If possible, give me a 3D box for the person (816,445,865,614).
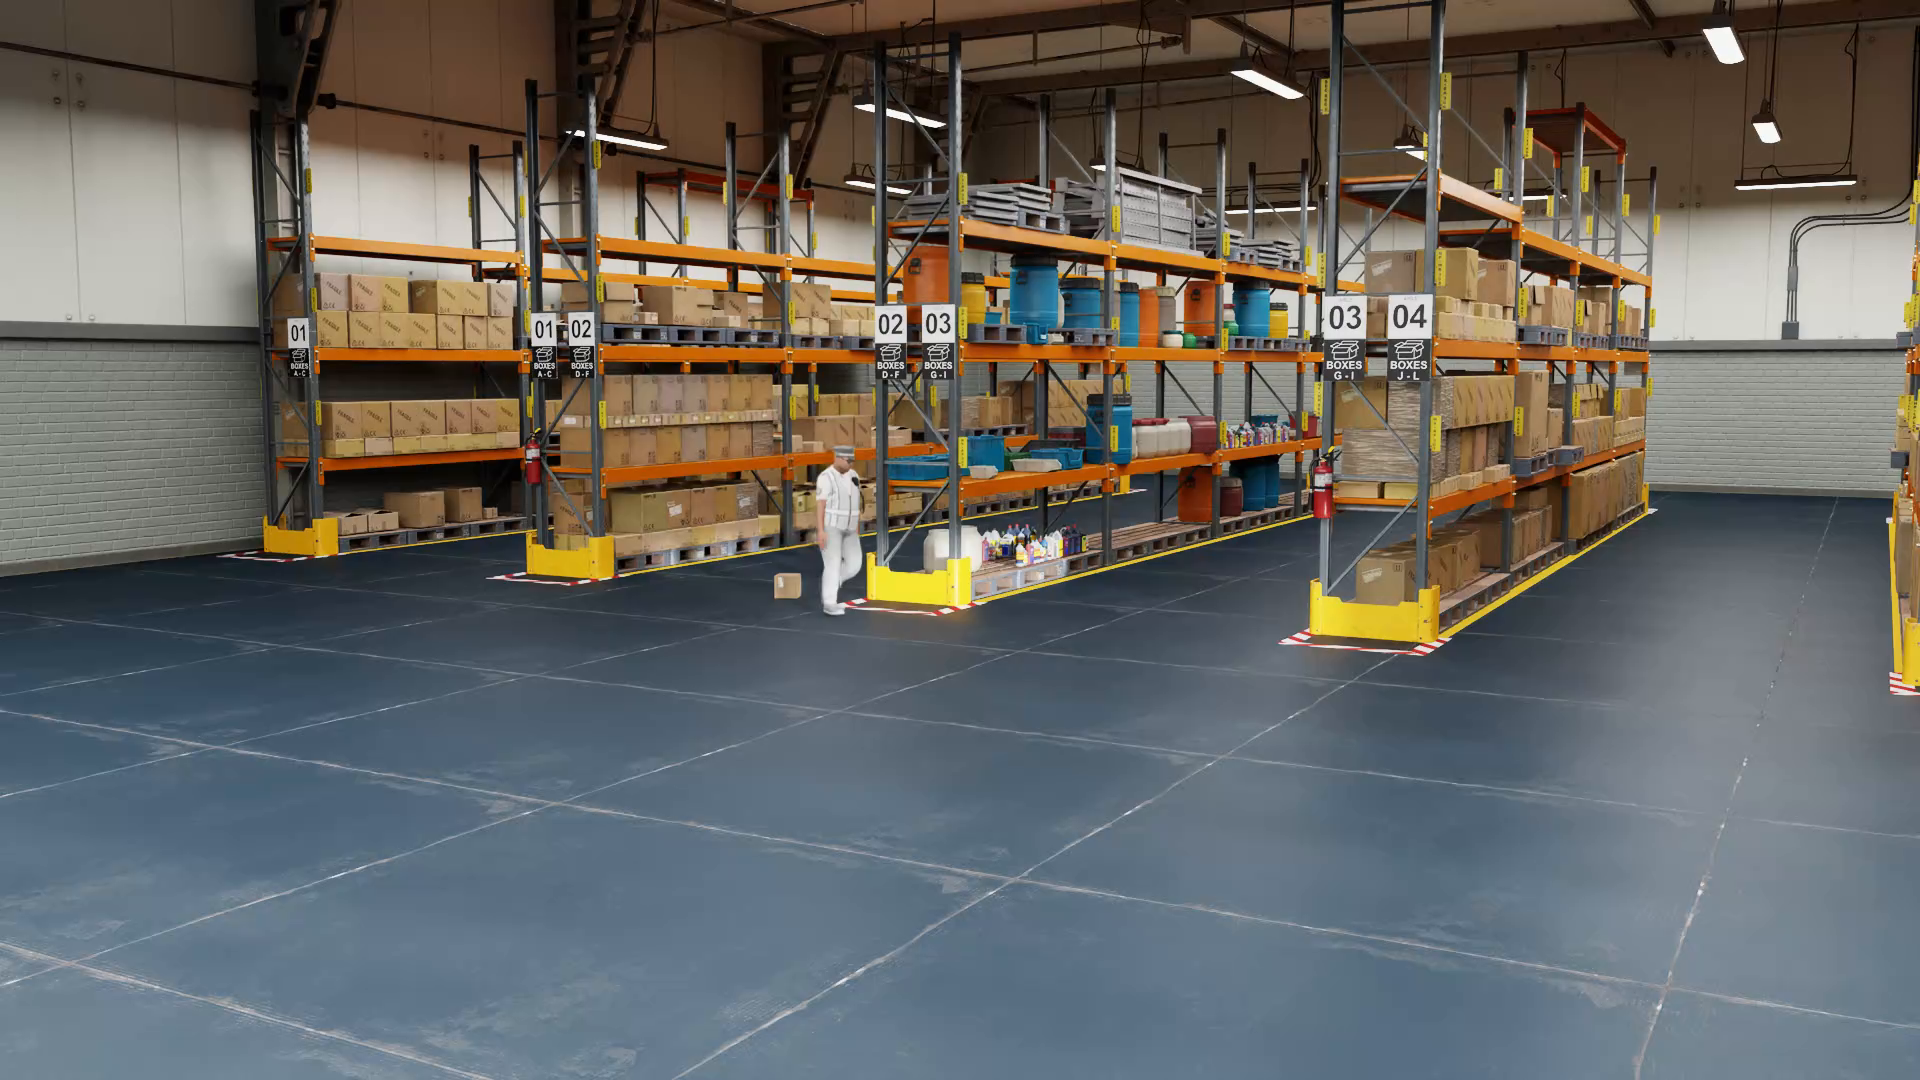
[{"bbox_3d":[-1.291,-0.121,17.143,0.620,1.723,0.608,-5,8,-42],"label":"person"}]
